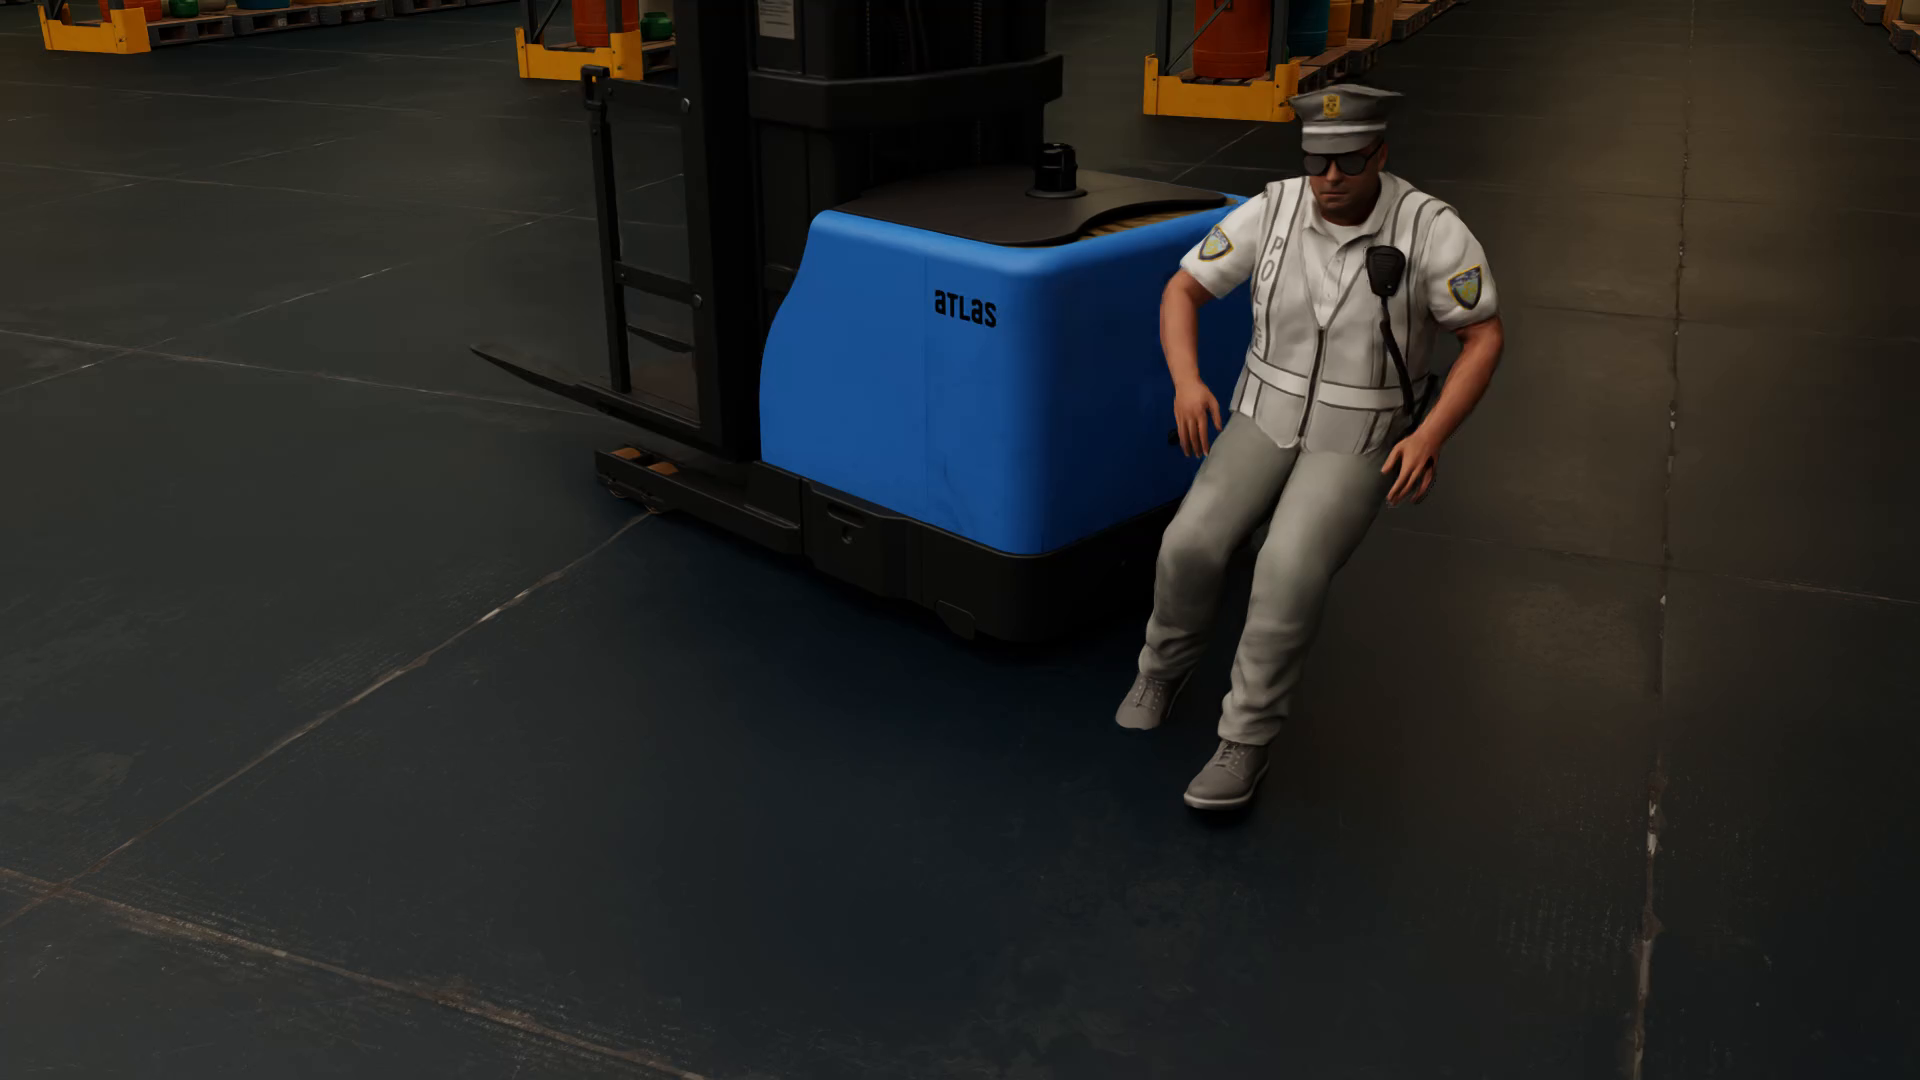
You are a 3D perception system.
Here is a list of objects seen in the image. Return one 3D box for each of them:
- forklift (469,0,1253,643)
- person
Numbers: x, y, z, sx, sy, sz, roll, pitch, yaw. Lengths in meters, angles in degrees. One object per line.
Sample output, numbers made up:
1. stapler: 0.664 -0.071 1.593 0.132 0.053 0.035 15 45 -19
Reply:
1. forklift: -0.541 -1.558 5.021 3.031 2.935 1.130 21 30 40
2. person: 0.750 -0.192 3.701 0.773 1.566 0.935 10 25 22
